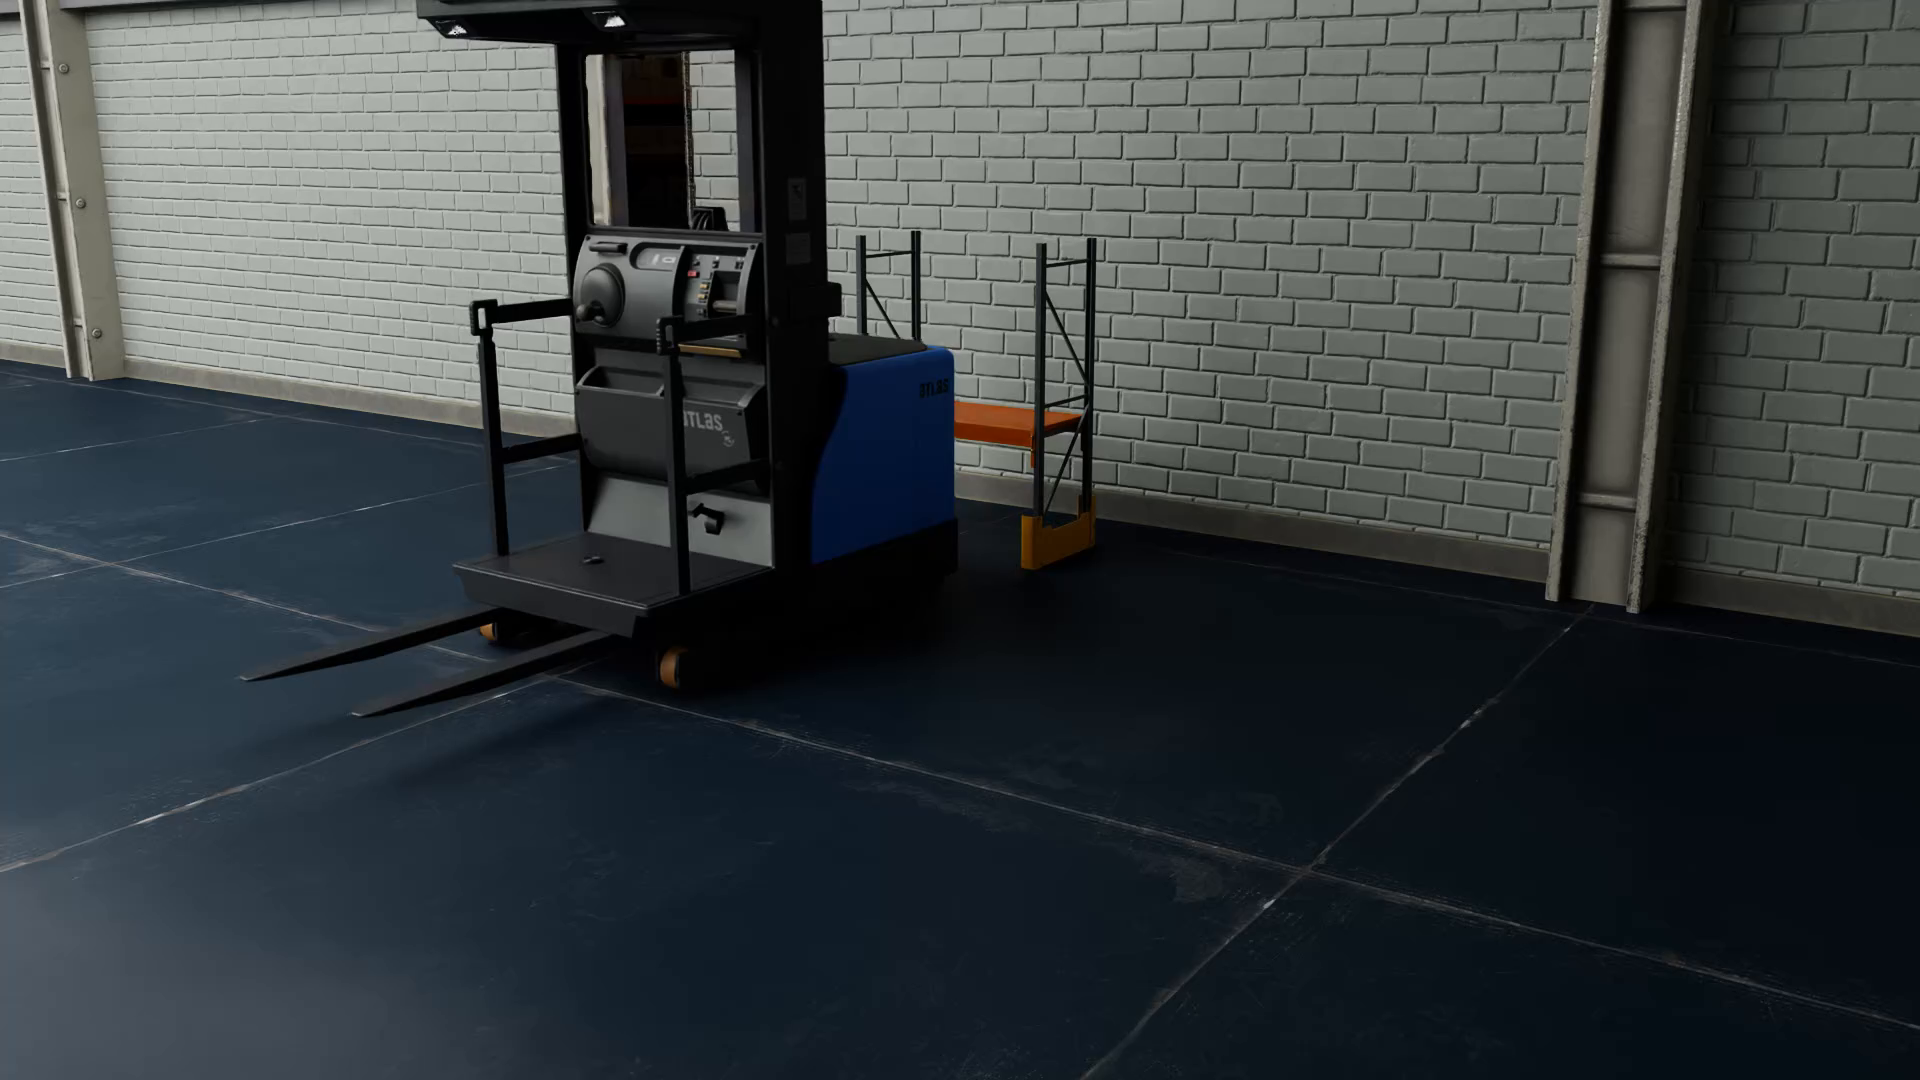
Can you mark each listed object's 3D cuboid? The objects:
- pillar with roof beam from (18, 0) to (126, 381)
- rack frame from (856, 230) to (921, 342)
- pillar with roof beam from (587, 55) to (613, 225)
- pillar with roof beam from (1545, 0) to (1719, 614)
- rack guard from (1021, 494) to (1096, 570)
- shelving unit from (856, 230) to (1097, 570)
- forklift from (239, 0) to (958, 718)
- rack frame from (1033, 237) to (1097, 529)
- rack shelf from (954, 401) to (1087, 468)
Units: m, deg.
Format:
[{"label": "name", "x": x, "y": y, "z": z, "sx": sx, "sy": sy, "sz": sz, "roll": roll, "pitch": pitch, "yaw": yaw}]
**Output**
[{"label": "pillar with roof beam", "x": -9.552, "y": -4.863, "z": 9.241, "sx": 0.400, "sy": 9.000, "sz": 9.100, "roll": 9, "pitch": 17, "yaw": 33}, {"label": "rack frame", "x": -0.351, "y": -0.785, "z": 8.372, "sx": 0.032, "sy": 1.500, "sz": 0.500, "roll": 9, "pitch": 17, "yaw": 33}, {"label": "pillar with roof beam", "x": -4.573, "y": -4.058, "z": 5.990, "sx": 0.400, "sy": 9.000, "sz": 9.100, "roll": 9, "pitch": 17, "yaw": 33}, {"label": "pillar with roof beam", "x": 0.406, "y": -3.254, "z": 2.740, "sx": 0.400, "sy": 9.000, "sz": 9.100, "roll": 9, "pitch": 17, "yaw": 33}, {"label": "rack guard", "x": 0.476, "y": -0.044, "z": 7.982, "sx": 0.087, "sy": 0.250, "sz": 0.587, "roll": 9, "pitch": 17, "yaw": 33}, {"label": "shelving unit", "x": 0.063, "y": -0.718, "z": 8.102, "sx": 1.083, "sy": 1.500, "sz": 0.587, "roll": 9, "pitch": 17, "yaw": 33}, {"label": "forklift", "x": -1.266, "y": -1.000, "z": 6.264, "sx": 1.130, "sy": 2.935, "sz": 3.031, "roll": 10, "pitch": 17, "yaw": 34}, {"label": "rack frame", "x": 0.493, "y": -0.648, "z": 7.821, "sx": 0.032, "sy": 1.500, "sz": 0.500, "roll": 9, "pitch": 17, "yaw": 33}, {"label": "rack shelf", "x": 0.071, "y": -0.542, "z": 8.140, "sx": 1.000, "sy": 0.185, "sz": 0.538, "roll": 9, "pitch": 17, "yaw": 33}]
